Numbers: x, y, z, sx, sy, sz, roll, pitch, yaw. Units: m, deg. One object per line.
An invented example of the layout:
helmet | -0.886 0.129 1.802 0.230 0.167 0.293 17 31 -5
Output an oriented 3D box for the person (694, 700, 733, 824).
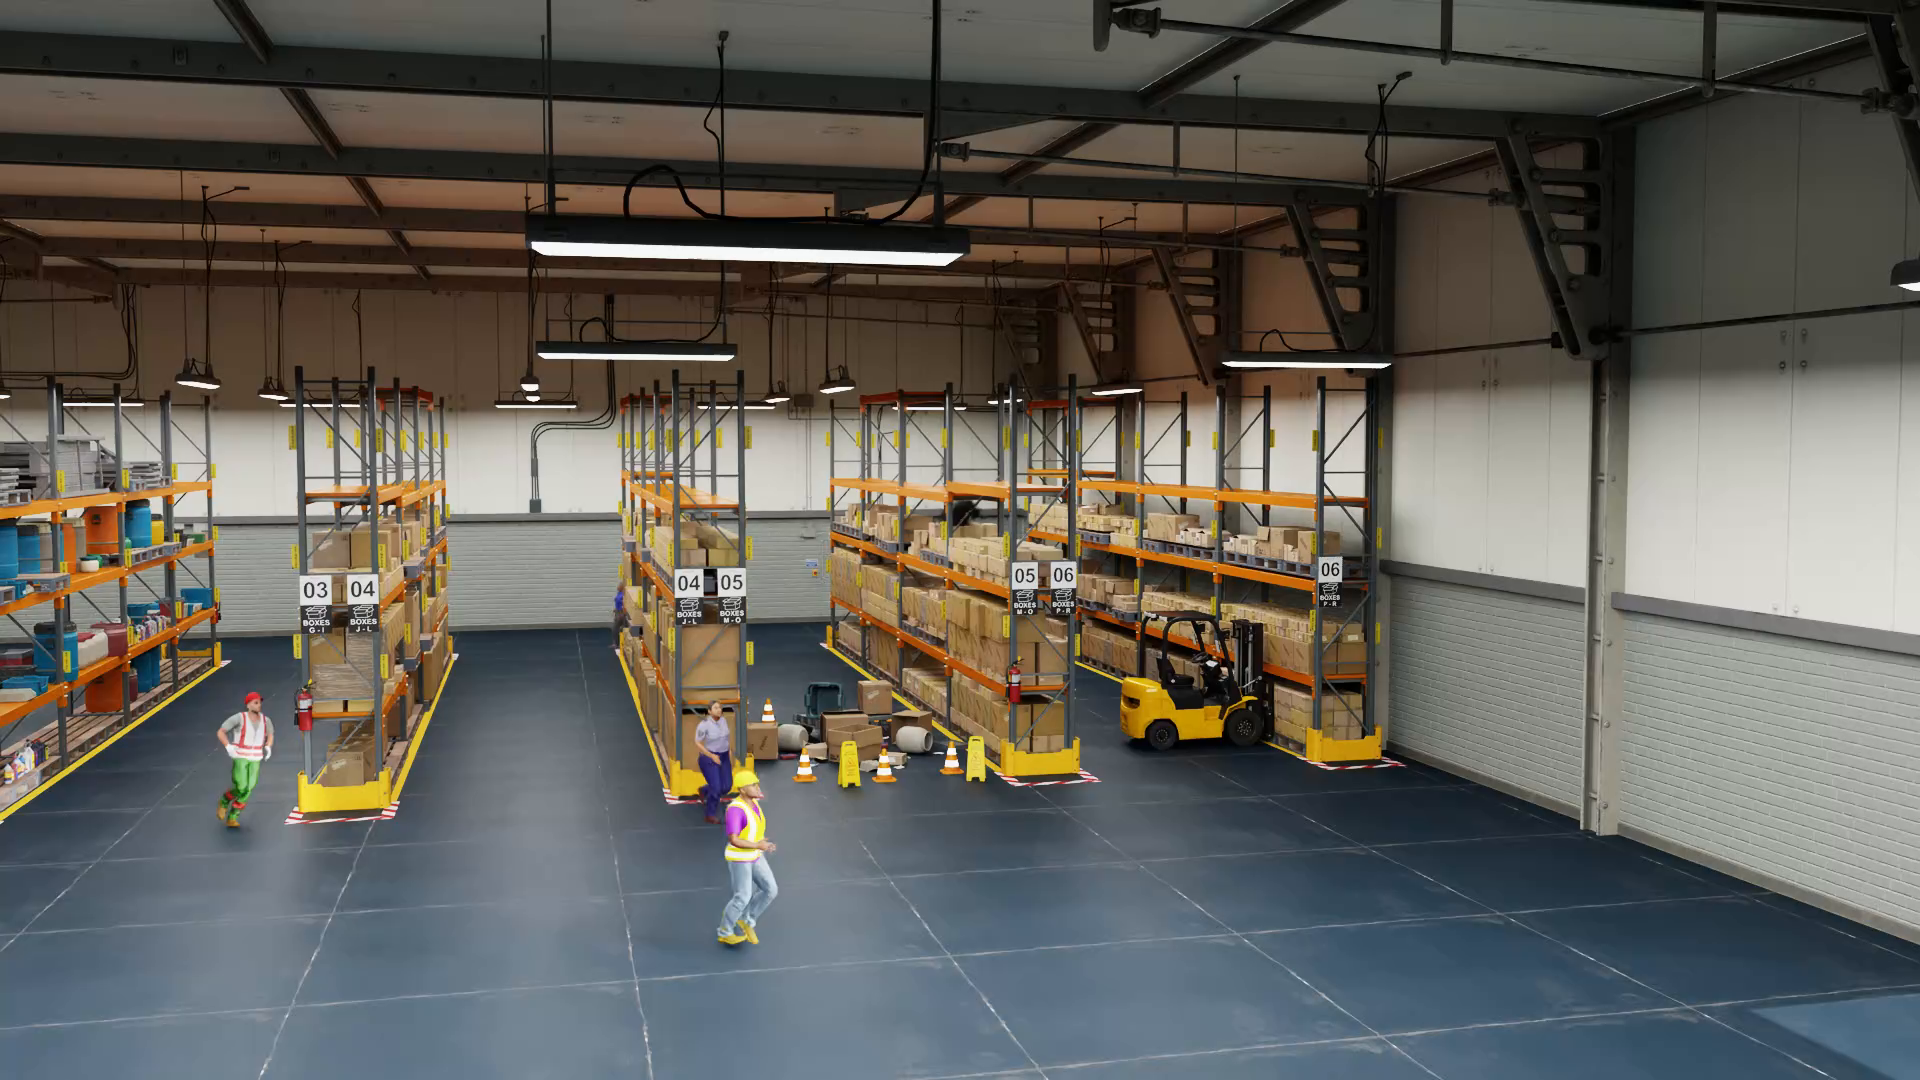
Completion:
person | -3.252 2.905 21.888 0.622 1.618 0.633 3 4 39

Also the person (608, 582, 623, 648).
person | -8.131 1.814 40.149 0.647 1.599 0.663 -2 4 -34

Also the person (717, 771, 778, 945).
person | -2.071 3.155 16.409 0.684 1.781 0.734 1 4 19

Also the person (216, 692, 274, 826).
person | -9.279 2.854 21.688 0.575 1.731 0.727 3 5 42
